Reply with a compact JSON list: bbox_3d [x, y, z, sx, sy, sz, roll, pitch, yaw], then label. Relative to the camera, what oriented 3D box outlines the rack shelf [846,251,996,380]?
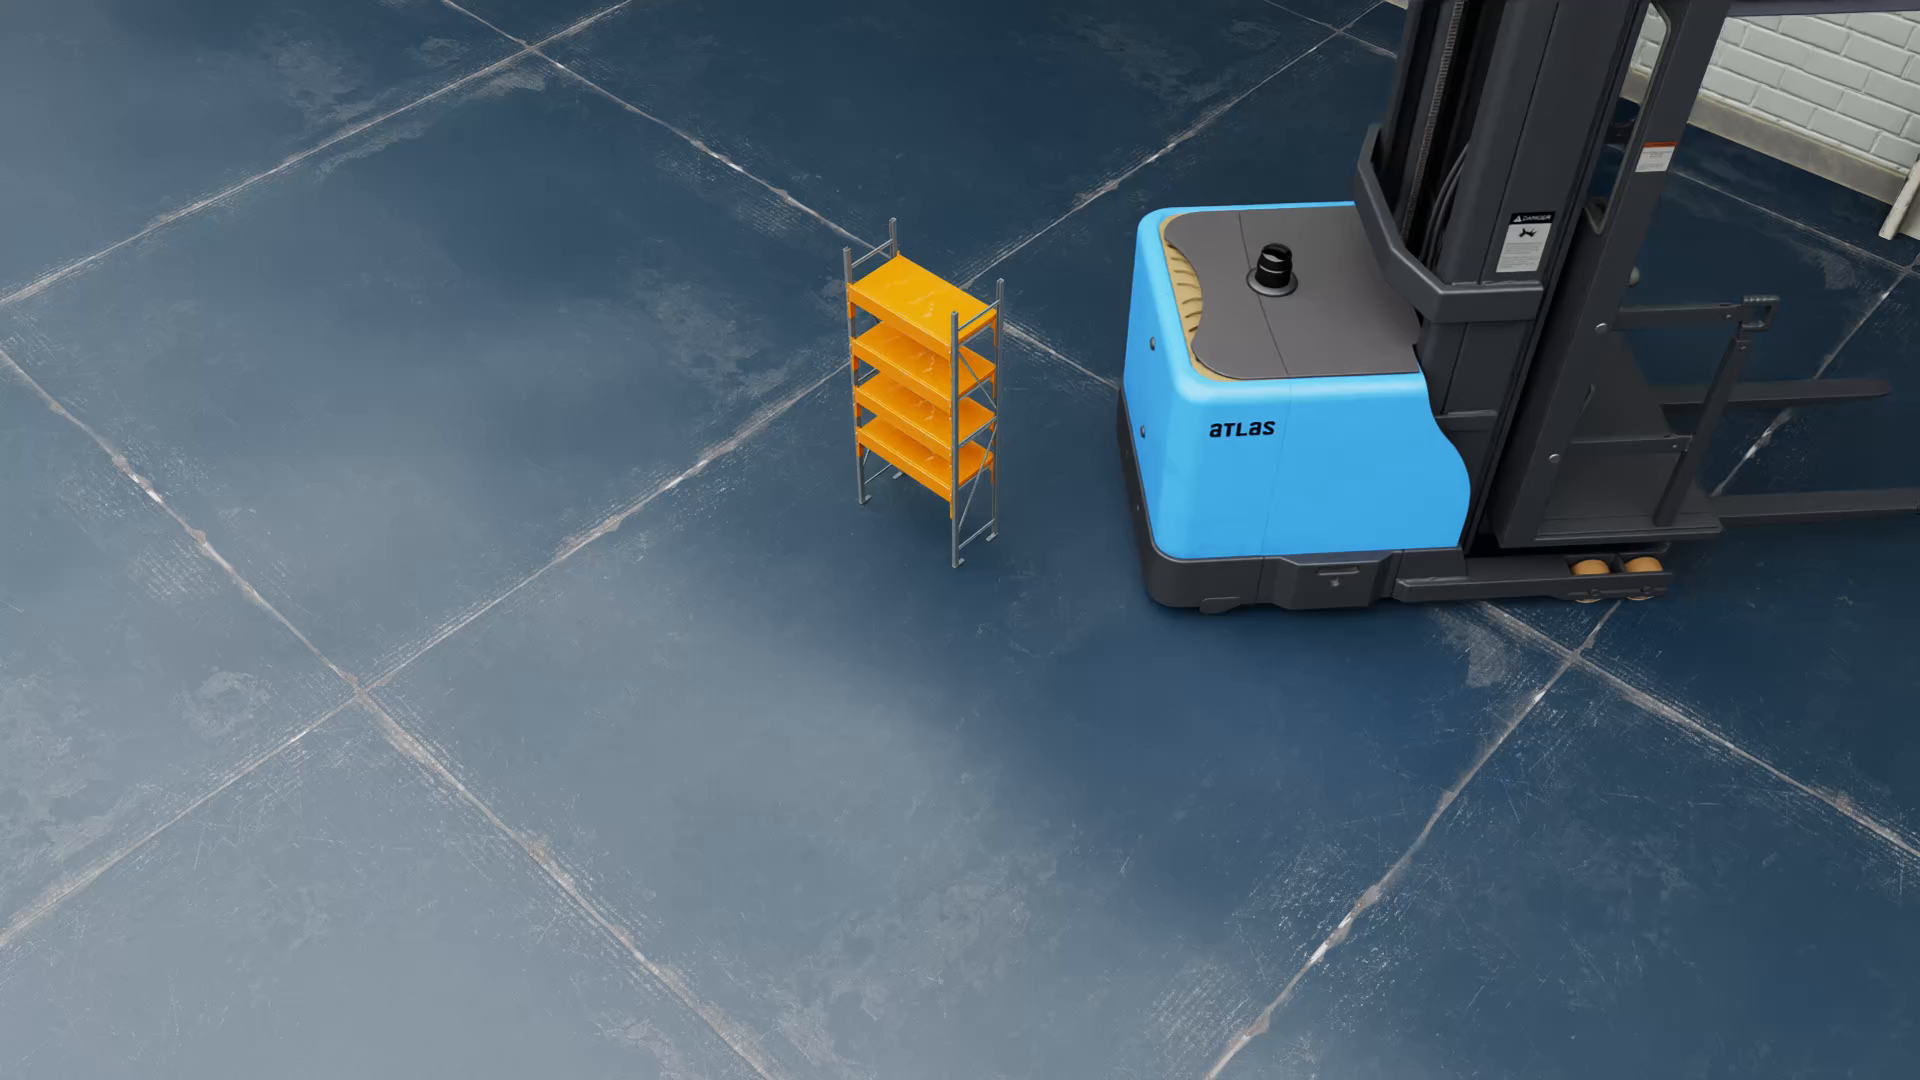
[{"bbox_3d":[-0.122,-0.762,5.603,0.480,0.148,0.258,34,55,28],"label":"rack shelf"}]

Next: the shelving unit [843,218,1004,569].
[{"bbox_3d":[-0.122,-0.493,5.889,0.503,1.200,0.258,34,55,28],"label":"shelving unit"}]

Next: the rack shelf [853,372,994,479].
[{"bbox_3d":[-0.122,-0.446,5.938,0.480,0.148,0.258,34,55,28],"label":"rack shelf"}]

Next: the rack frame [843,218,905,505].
[{"bbox_3d":[-0.301,-0.613,6.003,0.015,1.200,0.240,34,55,28],"label":"rack frame"}]

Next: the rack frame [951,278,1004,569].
[{"bbox_3d":[0.058,-0.372,5.776,0.015,1.200,0.240,34,55,28],"label":"rack frame"}]

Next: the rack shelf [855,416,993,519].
[{"bbox_3d":[-0.122,-0.311,6.083,0.480,0.148,0.258,34,55,28],"label":"rack shelf"}]

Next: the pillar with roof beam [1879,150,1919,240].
[{"bbox_3d":[1.498,-2.143,2.090,0.400,9.000,9.100,34,55,28],"label":"pillar with roof beam"}]

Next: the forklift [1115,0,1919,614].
[{"bbox_3d":[2.153,-1.160,5.329,3.031,2.935,1.130,-3,47,-3],"label":"forklift"}]

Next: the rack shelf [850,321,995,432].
[{"bbox_3d":[-0.122,-0.600,5.775,0.480,0.148,0.258,34,55,28],"label":"rack shelf"}]
